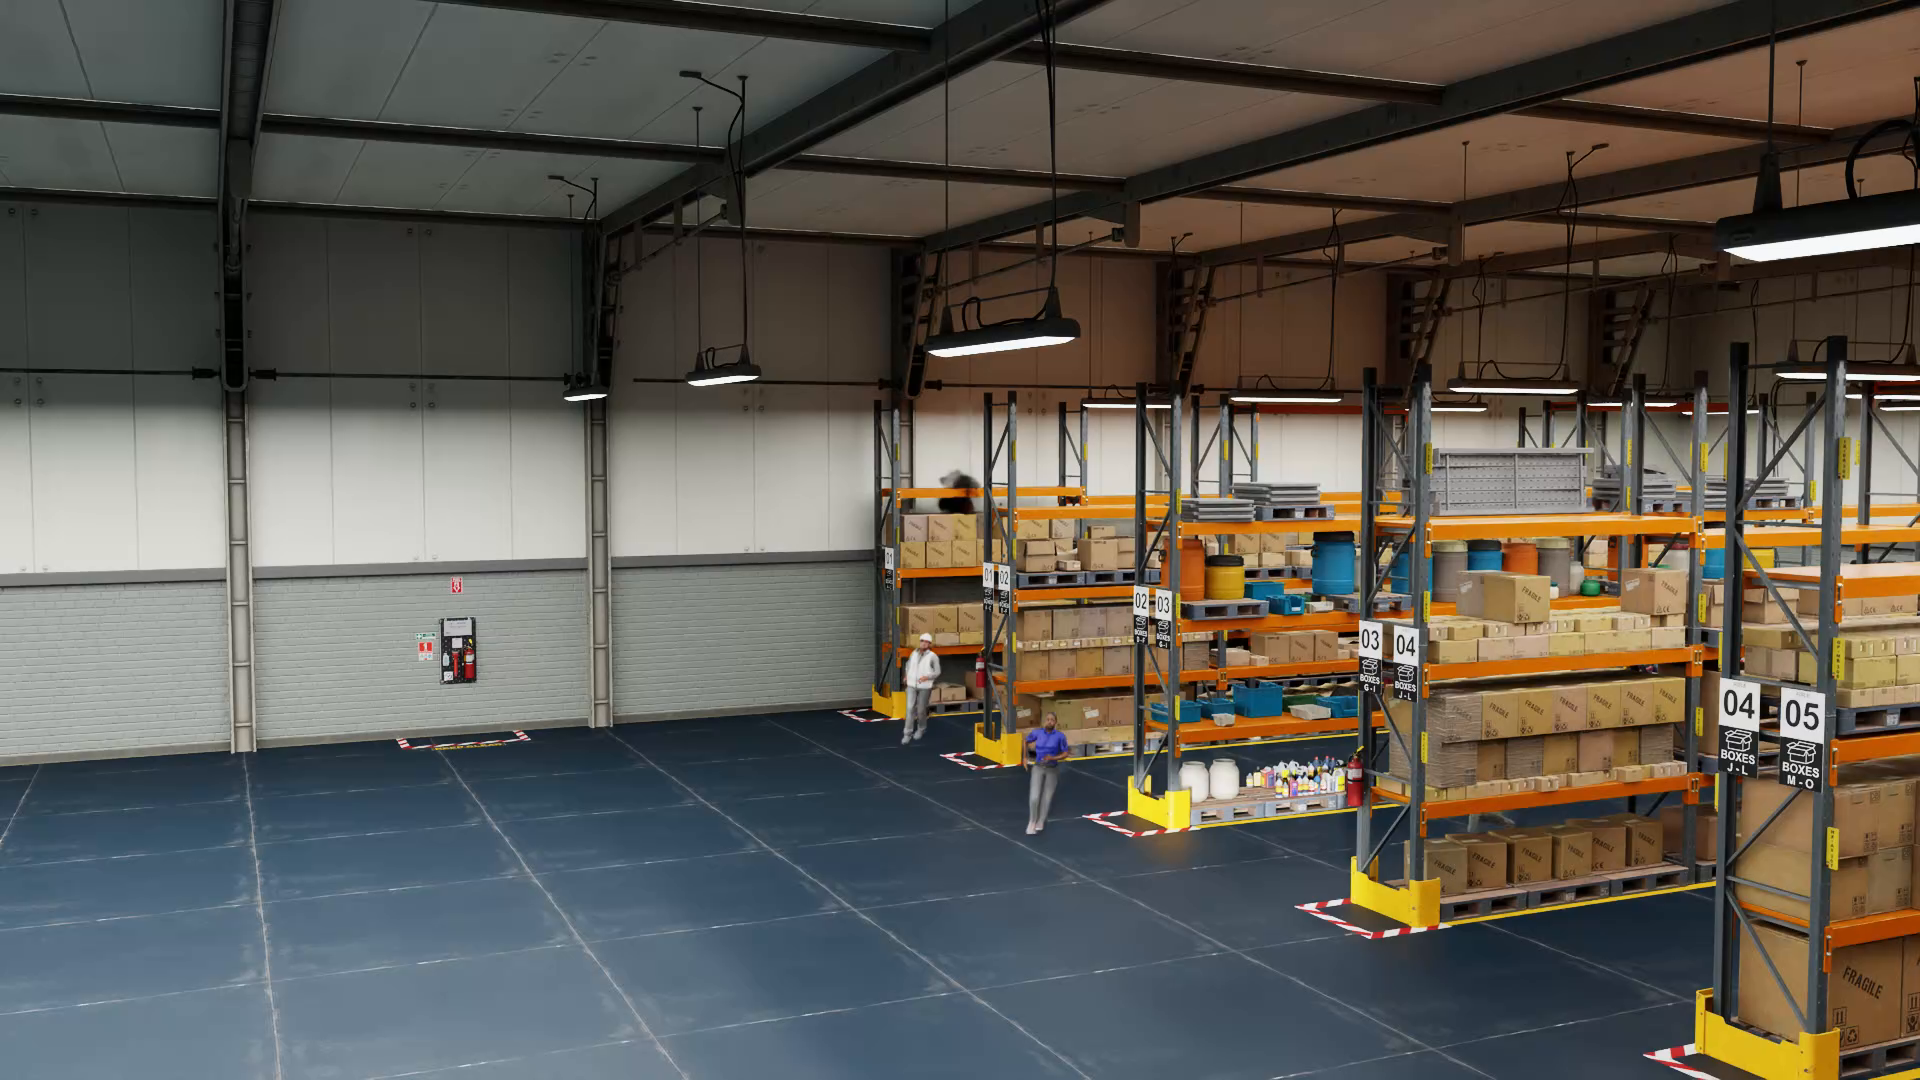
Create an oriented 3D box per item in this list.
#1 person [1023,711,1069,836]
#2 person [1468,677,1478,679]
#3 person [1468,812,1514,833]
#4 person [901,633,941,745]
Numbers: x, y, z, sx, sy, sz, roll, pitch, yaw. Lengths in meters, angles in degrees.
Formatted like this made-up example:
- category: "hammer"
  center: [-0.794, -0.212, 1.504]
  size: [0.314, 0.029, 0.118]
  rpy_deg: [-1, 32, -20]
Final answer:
- category: "person"
  center: [1.133, 3.089, 21.929]
  size: [0.592, 1.638, 0.603]
  rpy_deg: [0, 3, 1]
- category: "person"
  center: [8.587, 2.716, 28.148]
  size: [0.888, 1.650, 0.589]
  rpy_deg: [-2, 4, -30]
- category: "person"
  center: [6.650, 3.117, 20.972]
  size: [0.891, 1.685, 0.641]
  rpy_deg: [-1, 4, -21]
- category: "person"
  center: [-0.646, 2.427, 27.284]
  size: [0.683, 1.791, 0.821]
  rpy_deg: [1, 4, 18]
